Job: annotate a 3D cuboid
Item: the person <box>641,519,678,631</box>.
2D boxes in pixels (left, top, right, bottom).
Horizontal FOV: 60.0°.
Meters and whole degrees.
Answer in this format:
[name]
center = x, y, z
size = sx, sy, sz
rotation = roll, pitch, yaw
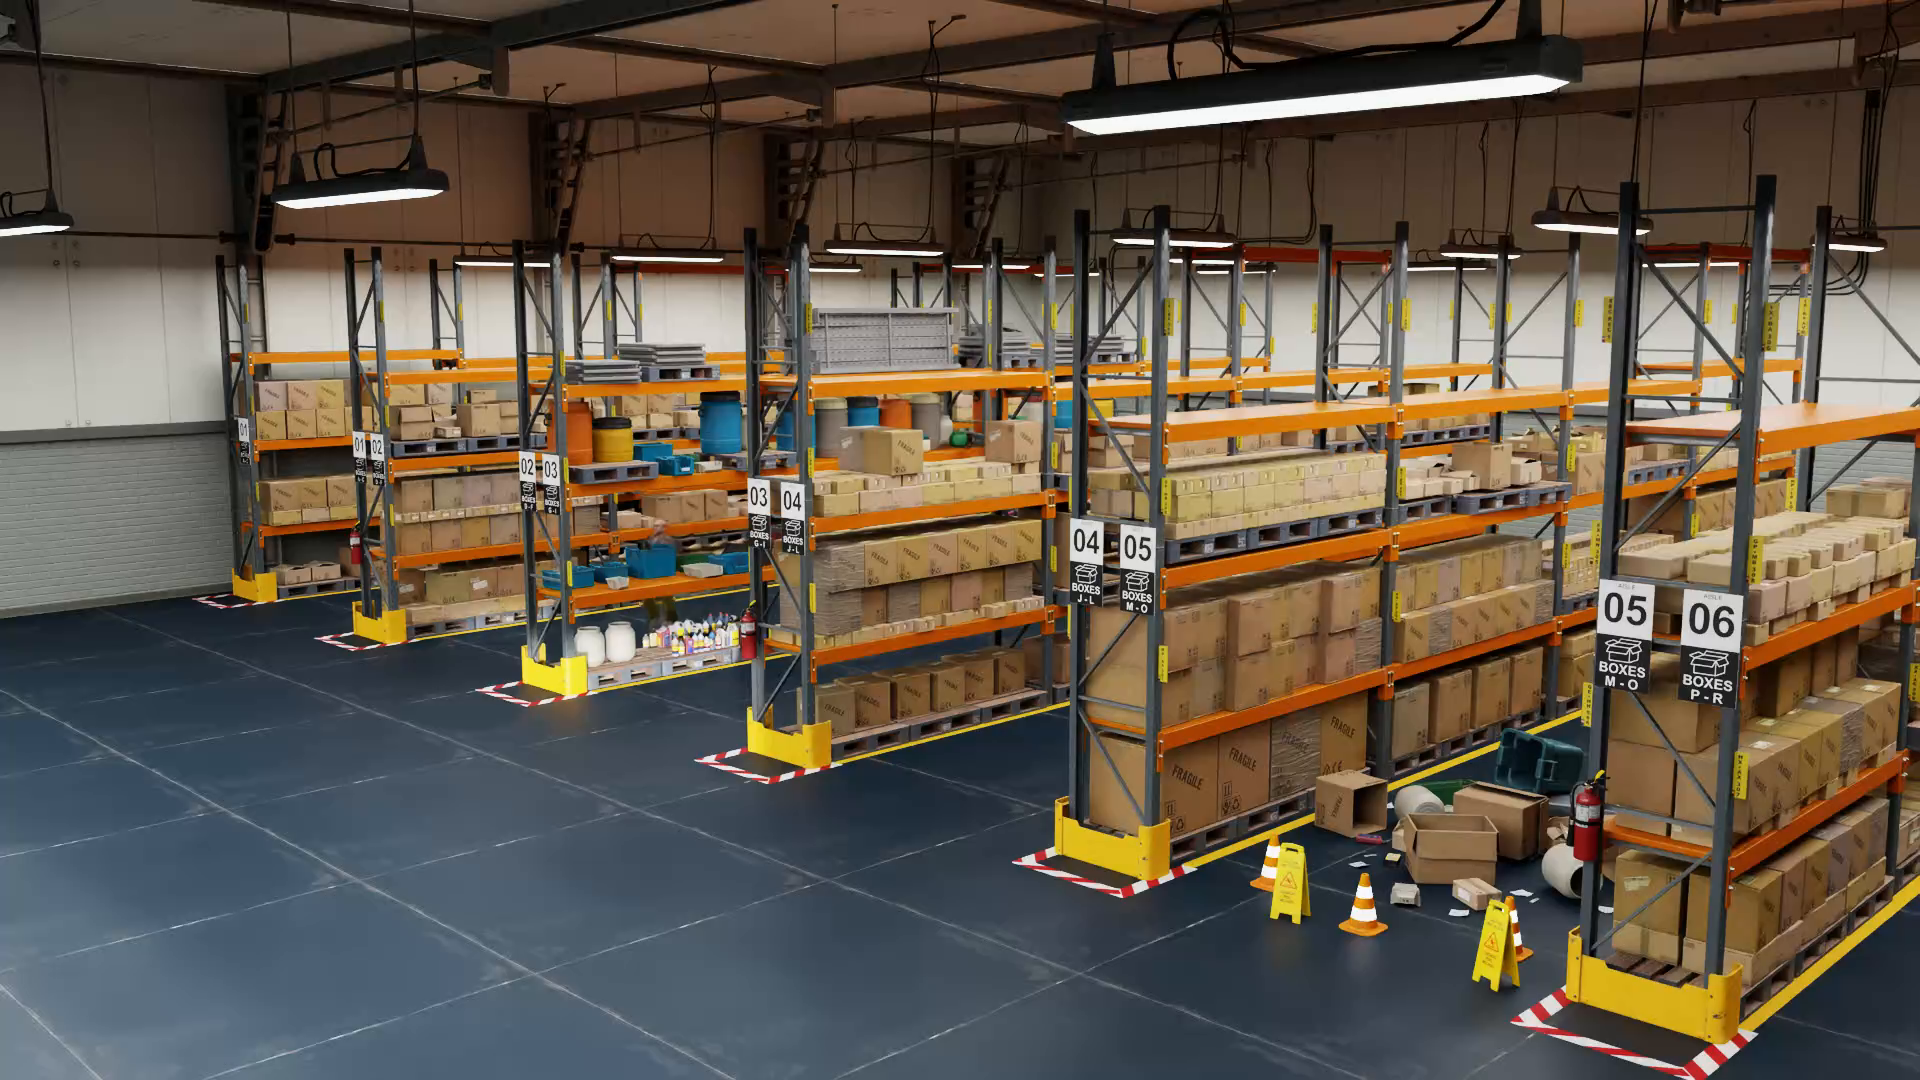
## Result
[person]
center = -4.785, 0.564, 26.371
size = 0.677, 1.804, 0.777
rotation = 4, 9, 29
